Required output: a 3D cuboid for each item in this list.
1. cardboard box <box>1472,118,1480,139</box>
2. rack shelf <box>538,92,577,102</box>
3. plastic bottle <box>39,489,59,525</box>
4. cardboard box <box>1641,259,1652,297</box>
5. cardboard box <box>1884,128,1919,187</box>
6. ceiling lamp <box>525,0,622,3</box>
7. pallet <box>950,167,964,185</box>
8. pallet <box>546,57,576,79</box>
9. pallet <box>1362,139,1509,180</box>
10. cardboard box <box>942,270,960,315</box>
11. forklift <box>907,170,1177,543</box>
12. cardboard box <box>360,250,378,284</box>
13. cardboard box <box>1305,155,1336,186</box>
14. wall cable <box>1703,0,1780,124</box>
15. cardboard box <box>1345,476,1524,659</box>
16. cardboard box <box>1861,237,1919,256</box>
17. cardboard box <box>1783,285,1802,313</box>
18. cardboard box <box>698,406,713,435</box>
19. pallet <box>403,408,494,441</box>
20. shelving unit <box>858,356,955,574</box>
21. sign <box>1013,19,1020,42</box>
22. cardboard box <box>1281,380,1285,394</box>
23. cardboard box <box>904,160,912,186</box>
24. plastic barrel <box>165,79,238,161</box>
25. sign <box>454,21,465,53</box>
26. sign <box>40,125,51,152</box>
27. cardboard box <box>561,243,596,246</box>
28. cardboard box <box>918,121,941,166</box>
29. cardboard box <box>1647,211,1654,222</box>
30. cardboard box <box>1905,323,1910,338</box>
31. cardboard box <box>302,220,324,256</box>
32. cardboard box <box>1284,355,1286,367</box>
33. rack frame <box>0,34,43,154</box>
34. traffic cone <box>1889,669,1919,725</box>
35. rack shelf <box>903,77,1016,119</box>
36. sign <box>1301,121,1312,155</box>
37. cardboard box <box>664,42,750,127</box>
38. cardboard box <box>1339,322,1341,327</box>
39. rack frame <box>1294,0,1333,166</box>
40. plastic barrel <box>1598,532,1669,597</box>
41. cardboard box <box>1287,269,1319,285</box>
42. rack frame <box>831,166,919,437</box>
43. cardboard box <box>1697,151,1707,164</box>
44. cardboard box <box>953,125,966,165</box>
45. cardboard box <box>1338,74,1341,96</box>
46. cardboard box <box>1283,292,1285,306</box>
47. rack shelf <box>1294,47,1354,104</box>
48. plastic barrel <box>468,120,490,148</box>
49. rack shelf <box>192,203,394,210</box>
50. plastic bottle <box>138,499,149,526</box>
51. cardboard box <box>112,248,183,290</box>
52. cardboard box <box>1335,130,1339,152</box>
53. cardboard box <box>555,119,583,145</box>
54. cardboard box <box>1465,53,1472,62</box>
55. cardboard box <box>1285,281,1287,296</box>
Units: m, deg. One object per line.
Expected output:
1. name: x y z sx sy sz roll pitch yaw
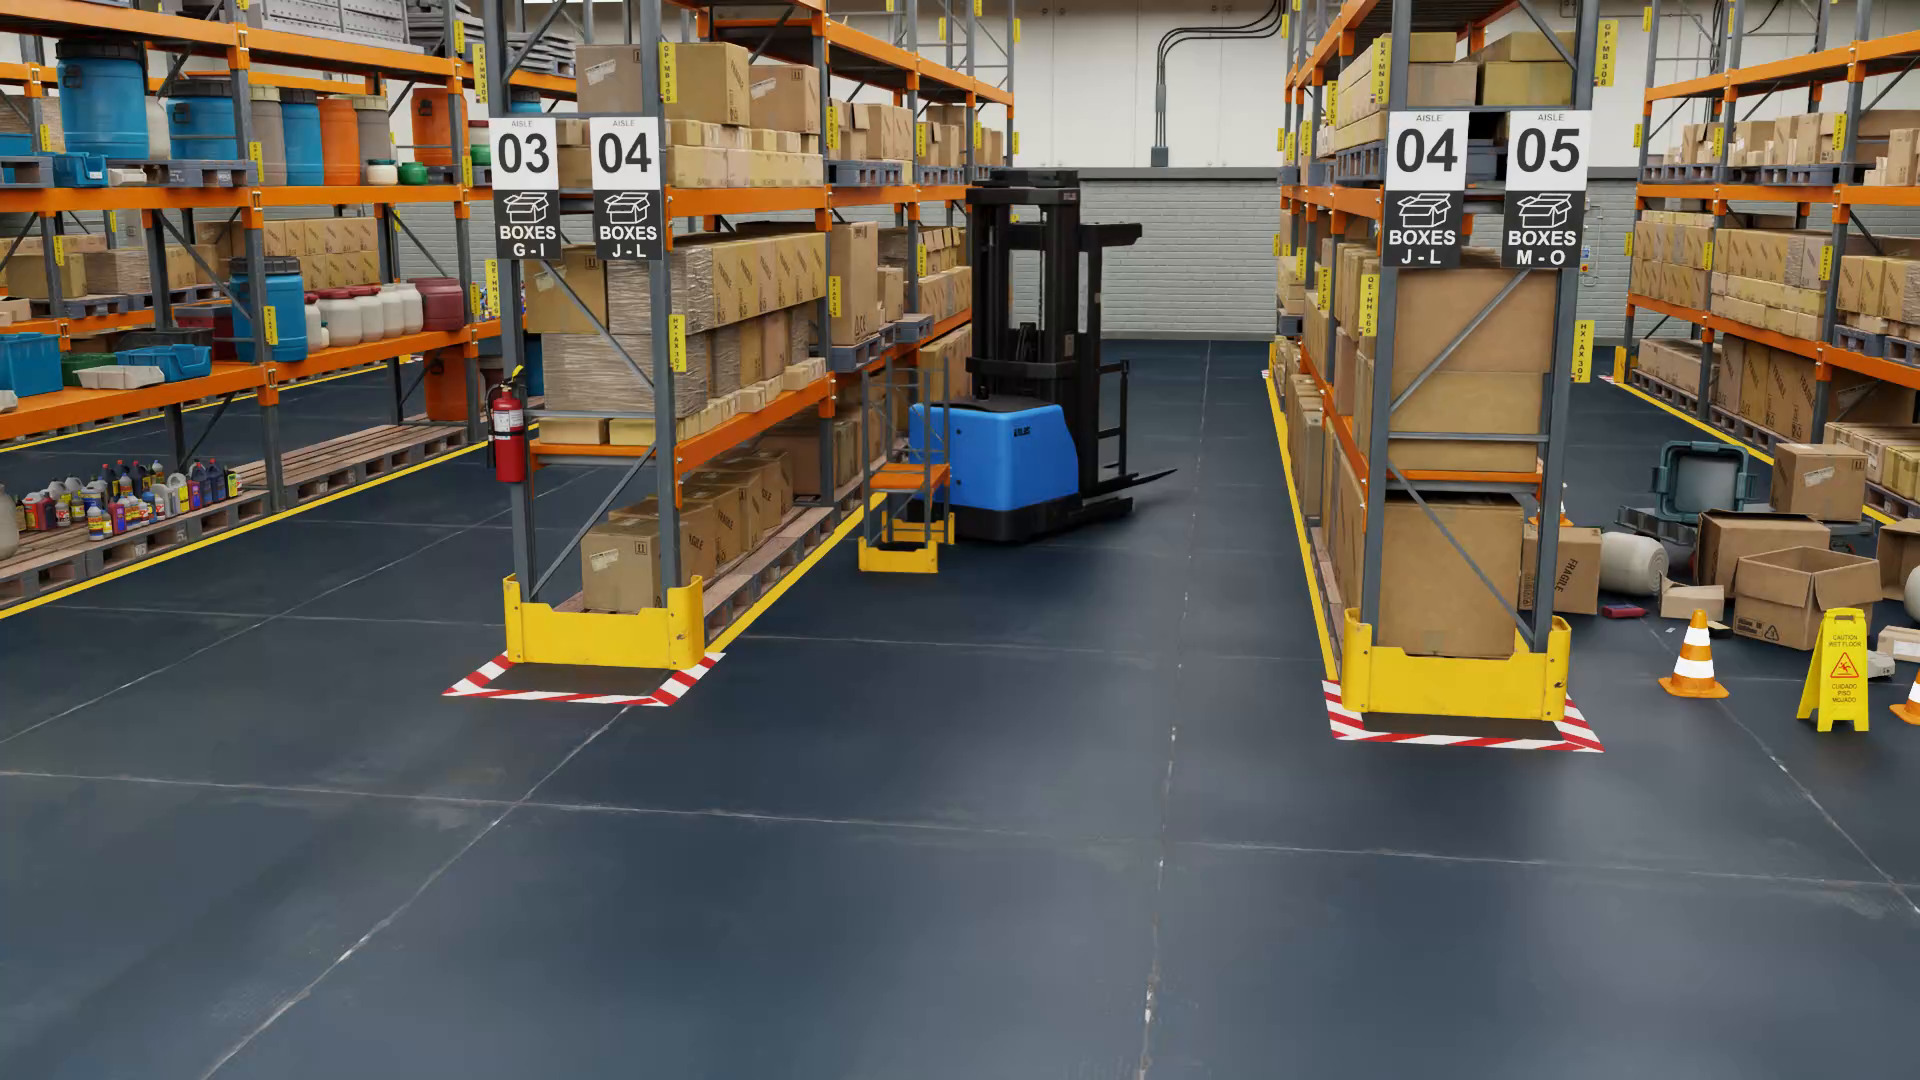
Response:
1. cardboard box: 3.242 -2.417 9.830 0.380 0.149 0.250 2 12 9
2. rack shelf: -4.909 -6.190 23.513 1.077 0.370 4.000 2 12 9
3. plastic bottle: -7.126 -0.251 12.958 0.152 0.276 0.135 2 12 7
4. cardboard box: 9.677 -3.591 22.800 0.500 0.500 0.500 2 12 8
5. cardboard box: 8.699 -3.392 14.756 0.700 0.500 0.500 2 12 9
6. ceiling lamp: -6.611 -10.645 27.673 2.000 3.185 0.800 2 12 9
7. pallet: -0.415 -4.408 20.162 0.805 0.209 1.217 1 12 6
8. pallet: -5.314 -5.860 20.721 1.003 0.211 1.213 2 12 9
9. pallet: 2.821 -2.126 9.328 1.003 0.211 1.213 2 12 9
10. cardboard box: -0.281 -2.959 19.864 0.500 0.500 0.500 2 12 8
11. forklift: 0.852 -1.666 14.267 1.130 2.935 3.031 9 15 36
12. cardboard box: -9.372 -4.221 25.721 0.500 0.500 0.500 2 12 9
13. cardboard box: 3.784 -3.856 16.907 0.500 0.500 0.500 2 12 9
14. wall cable: 14.171 -7.760 28.054 2.988 3.039 0.133 2 12 9
15. cardboard box: 2.756 0.142 9.761 0.875 0.875 0.875 2 12 9
16. cardboard box: 9.172 -2.706 16.321 0.500 0.500 0.500 1 12 7
17. cardboard box: 8.753 -2.461 16.962 0.500 0.250 0.500 2 12 7
18. cardboard box: -1.778 -0.761 10.503 0.380 0.149 0.250 2 12 9
19. pallet: -5.752 -1.358 19.293 1.003 0.211 1.213 2 12 9
20. shelving unit: -0.398 -0.604 12.734 0.587 1.500 1.083 2 12 7
21. sign: 0.827 -7.468 24.380 0.100 0.325 0.005 2 12 9
22. cardboard box: 4.286 -1.950 21.193 0.380 0.149 0.250 2 12 9
23. cardboard box: -0.769 -3.681 16.690 0.500 0.250 0.500 2 12 9
24. plastic barrel: -6.583 -3.547 14.523 0.600 0.901 0.708 2 12 9
25. sign: -5.287 -5.314 17.558 0.100 0.325 0.005 2 12 9
26. sign: -10.179 -4.455 18.510 0.100 0.325 0.005 2 12 9
27. cardboard box: -2.257 -1.640 10.664 0.500 0.500 0.500 2 12 9
28. cardboard box: -0.645 -4.543 19.092 0.797 0.503 0.637 2 12 8
29. cardboard box: 9.633 -4.422 22.741 0.380 0.149 0.250 2 12 10
30. cardboard box: 8.429 -1.812 14.382 0.380 0.149 0.250 2 12 11
31. cardboard box: -9.602 -4.391 24.135 0.500 0.500 0.500 2 12 7
32. cardboard box: 4.360 -2.285 21.336 0.380 0.149 0.250 2 12 9
33. rack frame: -10.726 -5.649 18.348 1.000 3.000 0.127 2 12 9
34. traffic cone: 5.266 0.735 8.984 0.336 0.463 0.334 2 12 9
35. rack shelf: -0.015 -6.030 22.768 1.077 0.370 4.000 2 12 9
36. sign: 3.412 -3.950 16.357 0.100 0.325 0.005 2 12 9
37. cardboard box: -1.673 -2.935 10.742 0.500 0.500 0.500 2 12 8
38. cardboard box: 3.288 -1.377 12.406 0.875 0.550 0.550 2 12 9
39. rack frame: 4.563 -5.979 19.875 1.000 3.000 0.127 2 12 9
40. plastic barrel: 4.674 0.165 11.725 0.421 0.421 0.512 -10 16 -40
41. cardboard box: 3.570 -2.704 17.105 0.380 0.149 0.250 1 12 6
42. rack frame: -0.938 -2.395 17.487 1.000 3.000 0.127 2 12 9
43. cardboard box: 9.292 -4.703 20.437 0.380 0.149 0.250 2 12 10
44. cardboard box: -0.262 -5.162 21.734 0.700 0.500 0.500 1 12 5
45. cardboard box: 2.941 -3.303 12.051 0.380 0.149 0.250 2 12 9
46. cardboard box: 3.730 -2.626 18.160 0.380 0.149 0.250 1 12 6
47. rack shelf: 4.255 -5.015 18.061 1.077 0.370 4.000 2 12 9
48. plastic barrel: -5.708 -4.668 19.592 0.433 0.535 0.433 0 12 0
49. rack shelf: -9.803 -5.080 24.535 1.077 0.370 4.000 2 12 9
50. plastic bottle: -6.392 -0.217 12.980 0.097 0.201 0.097 0 12 0
51. cardboard box: -10.321 -3.434 21.073 0.700 0.500 0.500 -1 12 -6
52. cardboard box: 2.941 -2.914 12.135 0.380 0.149 0.250 2 12 8
53. cardboard box: -2.434 -2.386 9.732 0.380 0.149 0.250 2 12 9
54. cardboard box: 3.319 -2.912 10.237 0.380 0.149 0.250 2 12 9
55. cardboard box: 3.651 -2.669 17.653 0.380 0.149 0.250 2 12 10
